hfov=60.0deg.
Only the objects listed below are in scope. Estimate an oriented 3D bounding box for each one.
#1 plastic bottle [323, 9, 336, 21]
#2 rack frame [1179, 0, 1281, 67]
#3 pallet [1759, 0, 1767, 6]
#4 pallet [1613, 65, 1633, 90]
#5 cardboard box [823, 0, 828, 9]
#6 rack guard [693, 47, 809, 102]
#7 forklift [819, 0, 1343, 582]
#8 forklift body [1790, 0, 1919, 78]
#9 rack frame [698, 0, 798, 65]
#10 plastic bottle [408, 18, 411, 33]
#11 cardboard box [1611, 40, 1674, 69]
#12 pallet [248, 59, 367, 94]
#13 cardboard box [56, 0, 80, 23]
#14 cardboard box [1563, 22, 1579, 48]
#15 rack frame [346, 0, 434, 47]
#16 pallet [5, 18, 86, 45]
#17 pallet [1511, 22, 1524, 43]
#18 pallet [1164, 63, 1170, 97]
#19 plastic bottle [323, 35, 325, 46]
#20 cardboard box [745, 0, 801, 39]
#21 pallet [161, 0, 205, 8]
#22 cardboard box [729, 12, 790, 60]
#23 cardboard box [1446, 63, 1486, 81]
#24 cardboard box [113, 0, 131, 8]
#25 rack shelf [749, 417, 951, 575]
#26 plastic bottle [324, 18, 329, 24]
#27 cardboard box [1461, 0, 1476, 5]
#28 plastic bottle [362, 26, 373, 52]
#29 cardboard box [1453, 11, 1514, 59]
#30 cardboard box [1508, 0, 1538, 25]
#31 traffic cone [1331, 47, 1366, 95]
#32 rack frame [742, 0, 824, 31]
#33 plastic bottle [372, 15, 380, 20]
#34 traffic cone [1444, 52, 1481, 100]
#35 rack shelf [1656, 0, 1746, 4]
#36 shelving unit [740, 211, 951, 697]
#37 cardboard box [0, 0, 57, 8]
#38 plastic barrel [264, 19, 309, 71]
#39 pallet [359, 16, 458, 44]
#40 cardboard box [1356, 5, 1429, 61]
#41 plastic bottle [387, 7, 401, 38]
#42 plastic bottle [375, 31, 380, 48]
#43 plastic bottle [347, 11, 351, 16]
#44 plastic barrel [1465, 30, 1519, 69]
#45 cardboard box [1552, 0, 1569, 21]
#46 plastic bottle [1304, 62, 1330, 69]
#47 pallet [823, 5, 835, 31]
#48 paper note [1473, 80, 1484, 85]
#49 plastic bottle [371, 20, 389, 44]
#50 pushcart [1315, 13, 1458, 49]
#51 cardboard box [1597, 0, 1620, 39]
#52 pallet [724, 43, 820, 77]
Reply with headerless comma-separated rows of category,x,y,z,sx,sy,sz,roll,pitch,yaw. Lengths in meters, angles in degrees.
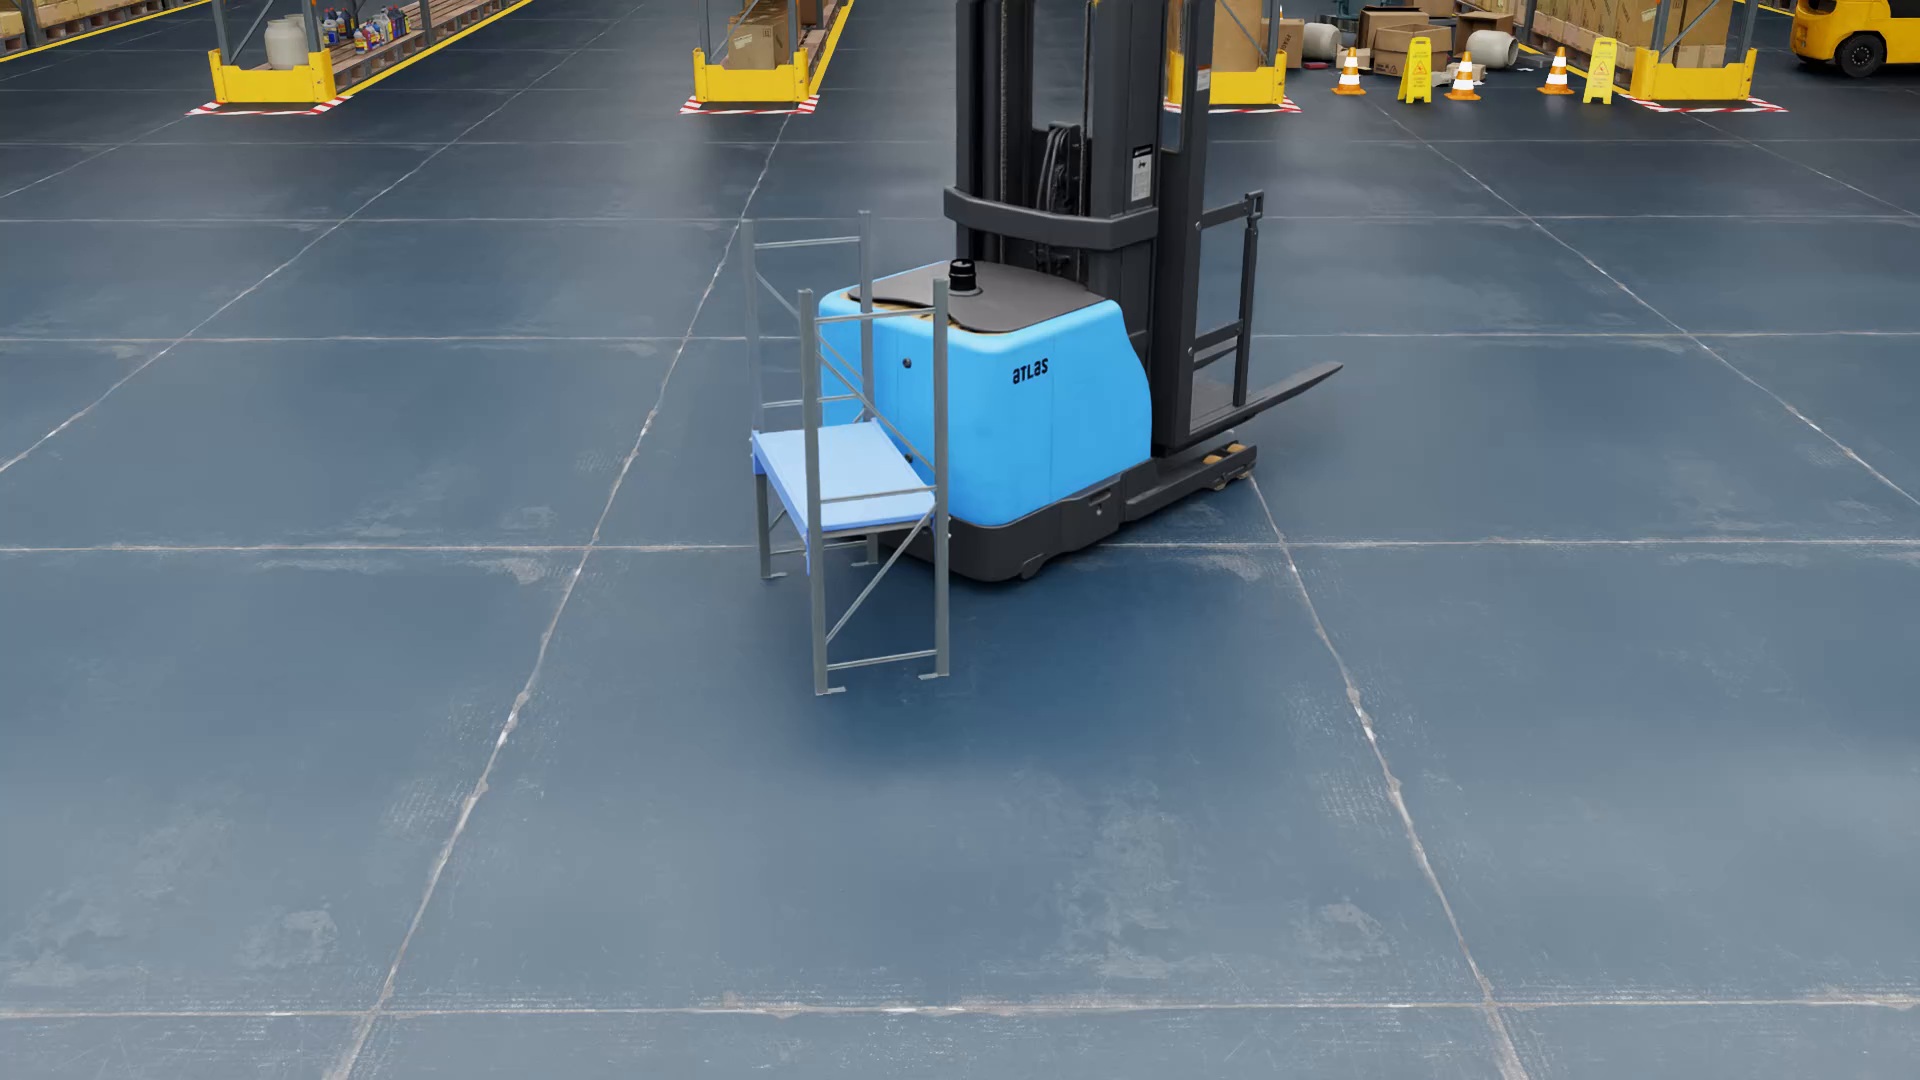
plastic bottle,-7.583,-6.199,19.996,0.144,0.351,0.185,-1,24,-3
rack frame,2.778,-5.972,16.815,1.000,3.000,0.127,0,24,-1
pallet,12.632,-8.394,25.553,1.003,0.211,1.213,0,24,-1
pallet,7.752,-5.132,18.340,1.003,0.211,1.213,0,24,-1
cardboard box,-2.211,-7.611,22.939,0.700,0.500,0.500,2,24,4
rack guard,-2.184,-4.884,17.442,1.175,0.500,0.348,0,24,-1
forklift,0.759,-1.690,7.430,1.130,2.935,3.031,20,31,38
forklift body,10.845,-6.446,18.893,2.313,2.155,1.214,0,24,-1
rack frame,-2.183,-5.992,16.858,1.000,3.000,0.127,0,24,-1
plastic bottle,-6.864,-6.395,20.611,0.097,0.201,0.097,0,24,0
cardboard box,7.448,-5.316,18.192,0.500,0.250,0.500,0,24,-1
pallet,-7.187,-5.065,18.192,1.003,0.211,1.213,0,24,-1
cardboard box,-11.893,-6.913,21.723,0.500,0.250,0.500,0,24,1
cardboard box,7.445,-5.940,19.571,0.500,0.250,0.500,-1,24,-1
rack frame,-7.179,-7.618,20.453,1.000,3.000,0.127,0,24,-1
pallet,-12.179,-6.630,21.652,1.003,0.211,1.213,0,24,-1
pallet,7.673,-6.735,21.884,1.003,0.211,1.213,0,24,-1
pallet,2.691,-5.031,18.117,1.003,0.211,1.213,0,24,-1
plastic bottle,-7.446,-5.819,19.338,0.097,0.201,0.097,0,24,0
cardboard box,-2.248,-6.291,20.044,0.500,0.500,0.500,8,25,16
pallet,-12.146,-8.282,25.306,1.003,0.211,1.213,0,24,-1
cardboard box,-2.214,-5.548,18.400,0.500,0.500,0.500,6,25,13
cardboard box,5.692,-5.268,18.717,0.380,0.149,0.250,13,27,27
cardboard box,-11.915,-7.548,23.127,0.500,0.250,0.500,0,24,1
rack shelf,-0.436,-0.190,6.286,0.538,0.185,1.000,-7,25,-16
plastic bottle,-7.544,-6.102,19.879,0.097,0.271,0.097,0,24,0
cardboard box,7.652,-7.790,23.513,0.950,0.372,0.625,-1,24,-2
plastic bottle,-6.828,-5.774,19.139,0.061,0.283,0.133,0,24,0
cardboard box,6.334,-6.099,20.125,0.500,0.500,0.500,19,30,35
cardboard box,7.675,-6.895,21.533,0.950,0.372,0.625,0,24,0
traffic cone,4.192,-5.042,17.836,0.336,0.463,0.334,0,24,-1
rack frame,-2.227,-7.640,20.502,1.000,3.000,0.127,0,24,-1
plastic bottle,-7.030,-6.223,20.140,0.152,0.276,0.135,0,24,-1
traffic cone,5.326,-4.907,17.537,0.336,0.463,0.334,0,24,-1
rack shelf,7.705,-6.532,18.927,1.077,0.370,4.000,0,24,-1
shelving unit,-0.436,-0.353,6.211,0.538,1.500,1.048,-7,25,-16
cardboard box,-11.888,-6.962,21.150,0.500,0.311,0.500,0,24,0
plastic barrel,-7.219,-5.298,17.833,0.421,0.512,0.421,0,24,0
pallet,-7.227,-6.670,21.742,1.003,0.211,1.213,0,24,-1
cardboard box,5.157,-6.058,19.870,0.797,0.637,0.503,0,24,-1
plastic bottle,-6.882,-6.268,20.149,0.144,0.351,0.185,-1,24,-3
plastic bottle,-6.850,-5.867,19.443,0.097,0.201,0.097,0,24,0
plastic bottle,-7.477,-6.315,20.334,0.061,0.283,0.133,0,24,-1
plastic barrel,6.190,-5.707,19.354,0.512,0.421,0.421,19,30,35
cardboard box,7.437,-6.500,19.898,0.500,0.500,0.500,1,24,2
plastic bottle,4.177,-5.546,19.438,0.283,0.061,0.133,-9,26,-19
pallet,-2.253,-7.194,22.900,1.003,0.211,1.213,0,24,-1
paper note,5.726,-5.064,18.409,0.148,0.019,0.142,-9,26,-19
plastic bottle,-6.881,-6.034,19.722,0.152,0.276,0.135,0,24,0
pushcart,5.404,-6.459,21.073,1.648,0.377,0.936,-9,26,-19
cardboard box,7.448,-5.860,18.484,0.500,0.500,0.500,1,24,1
pallet,-2.168,-5.589,19.351,1.003,0.211,1.213,0,24,-1
